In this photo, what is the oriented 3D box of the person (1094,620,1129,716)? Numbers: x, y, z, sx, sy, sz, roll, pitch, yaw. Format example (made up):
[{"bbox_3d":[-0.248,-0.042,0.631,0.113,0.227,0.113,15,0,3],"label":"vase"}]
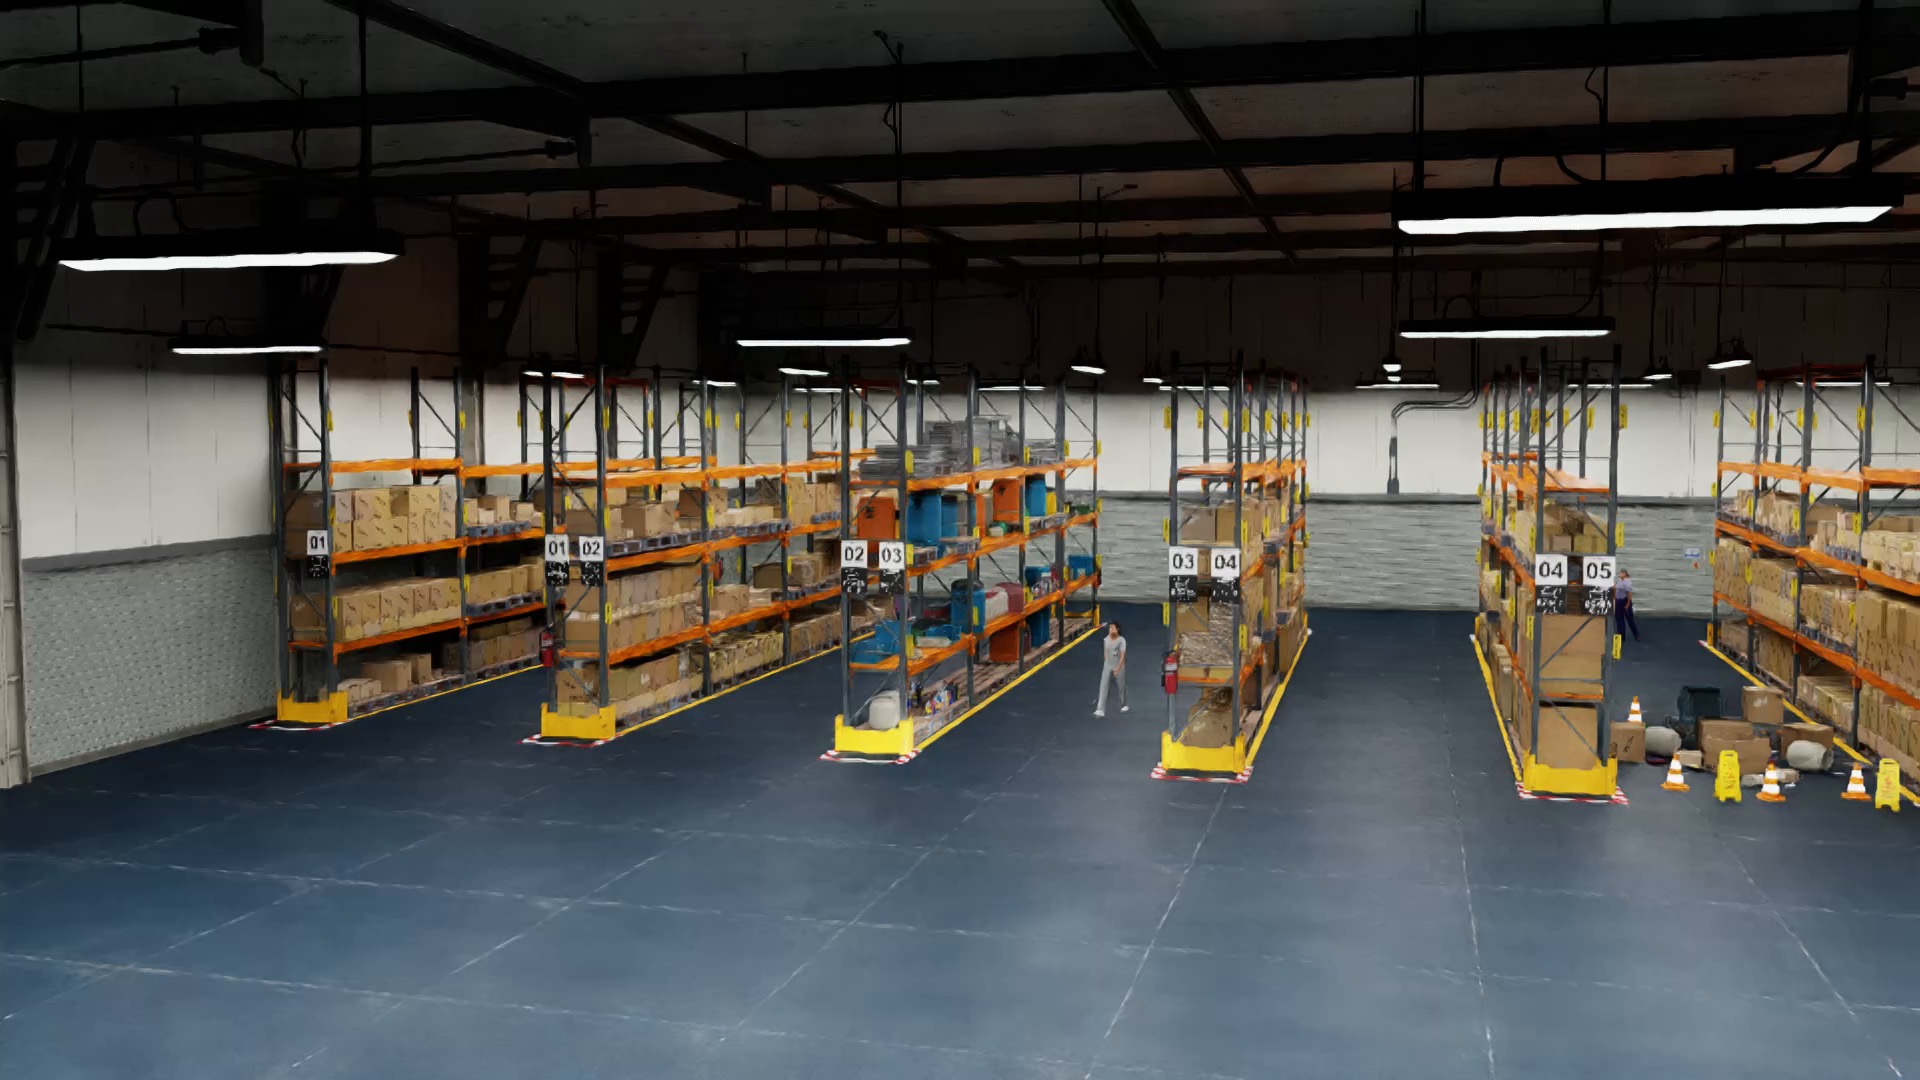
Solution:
[{"bbox_3d":[2.615,2.159,28.177,0.445,1.603,1.019,2,5,25],"label":"person"}]

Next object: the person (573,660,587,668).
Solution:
[{"bbox_3d":[-6.749,1.980,30.148,0.540,1.676,1.130,1,4,13],"label":"person"}]

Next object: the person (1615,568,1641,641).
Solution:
[{"bbox_3d":[15.190,1.473,37.824,0.469,1.642,0.684,-1,4,-11],"label":"person"}]

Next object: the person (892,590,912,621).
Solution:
[{"bbox_3d":[-1.322,1.654,37.319,0.417,1.304,1.037,1,4,17],"label":"person"}]
